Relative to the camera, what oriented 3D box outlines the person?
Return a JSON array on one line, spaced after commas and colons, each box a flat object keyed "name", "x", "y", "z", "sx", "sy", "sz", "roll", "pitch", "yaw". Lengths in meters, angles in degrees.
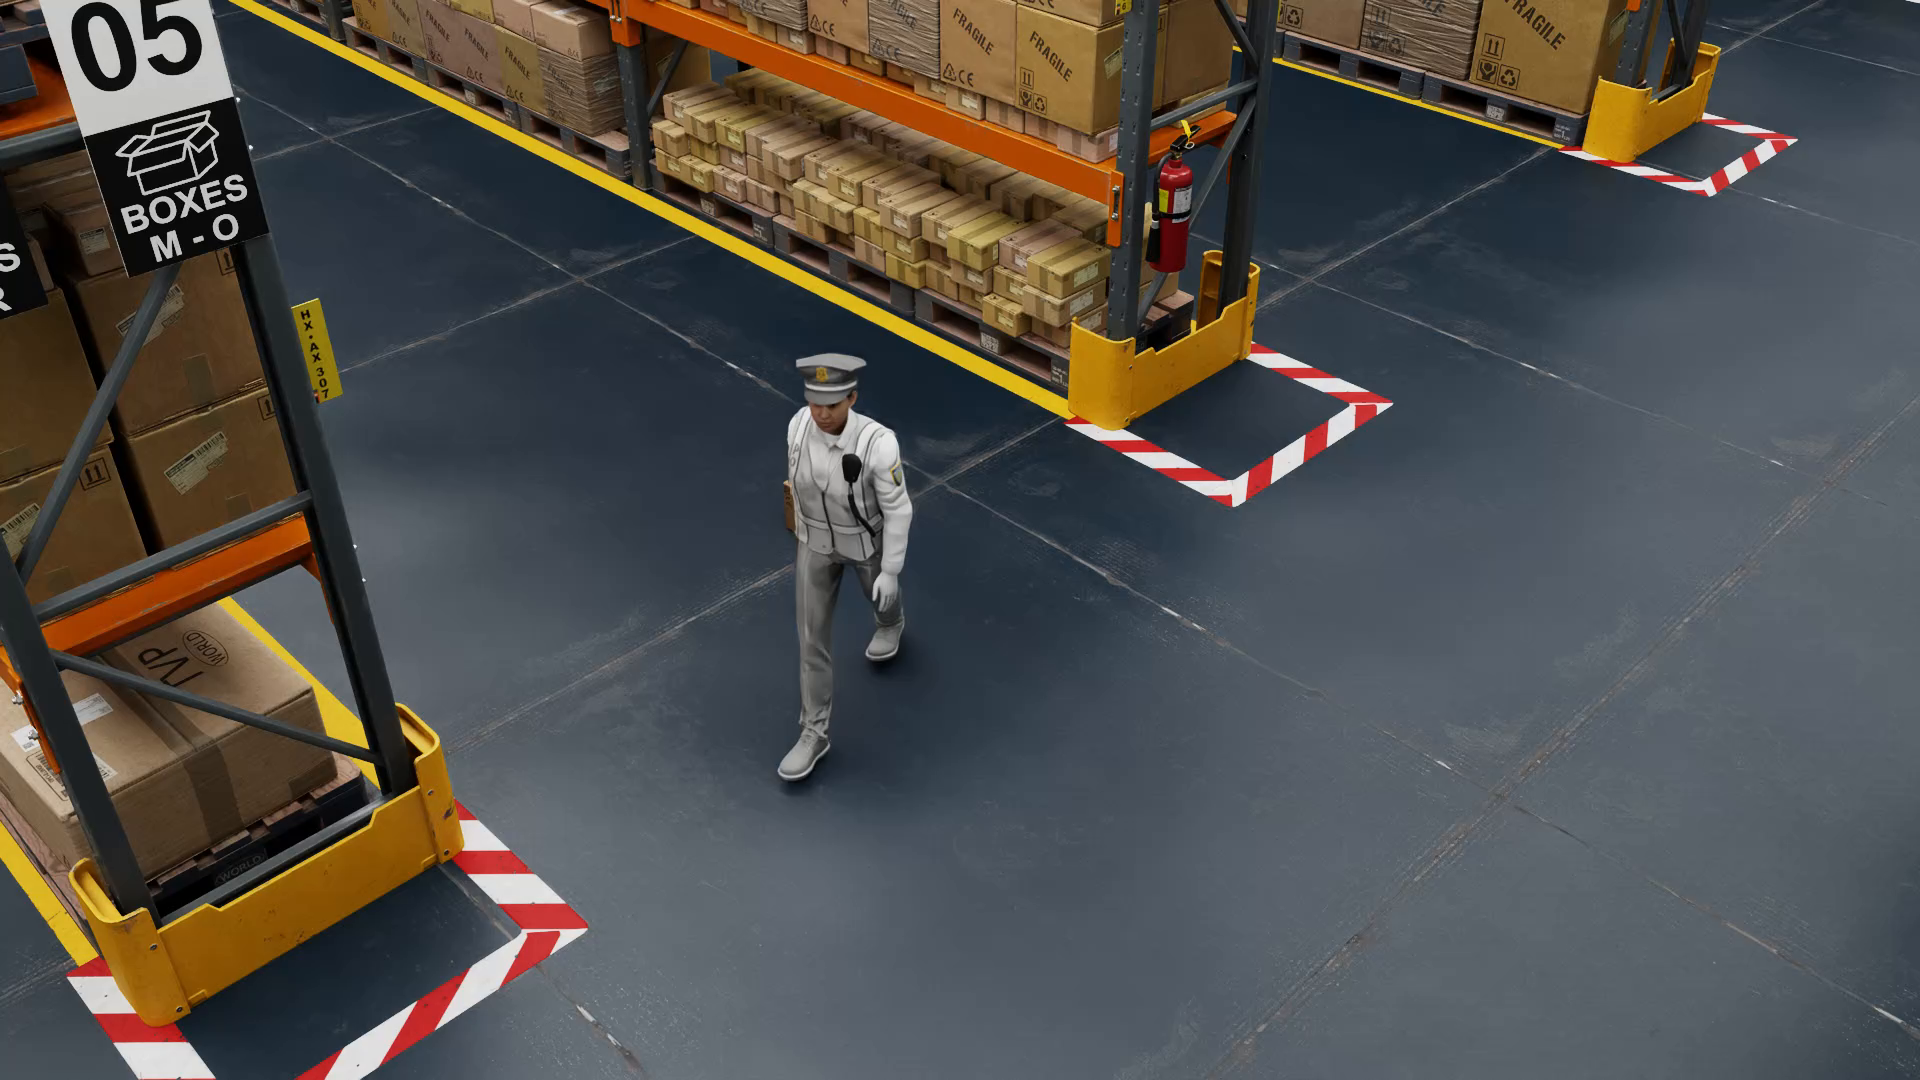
[{"name": "person", "x": -0.410, "y": 0.008, "z": 6.123, "sx": 0.509, "sy": 1.618, "sz": 1.023, "roll": 9, "pitch": 37, "yaw": 12}]
